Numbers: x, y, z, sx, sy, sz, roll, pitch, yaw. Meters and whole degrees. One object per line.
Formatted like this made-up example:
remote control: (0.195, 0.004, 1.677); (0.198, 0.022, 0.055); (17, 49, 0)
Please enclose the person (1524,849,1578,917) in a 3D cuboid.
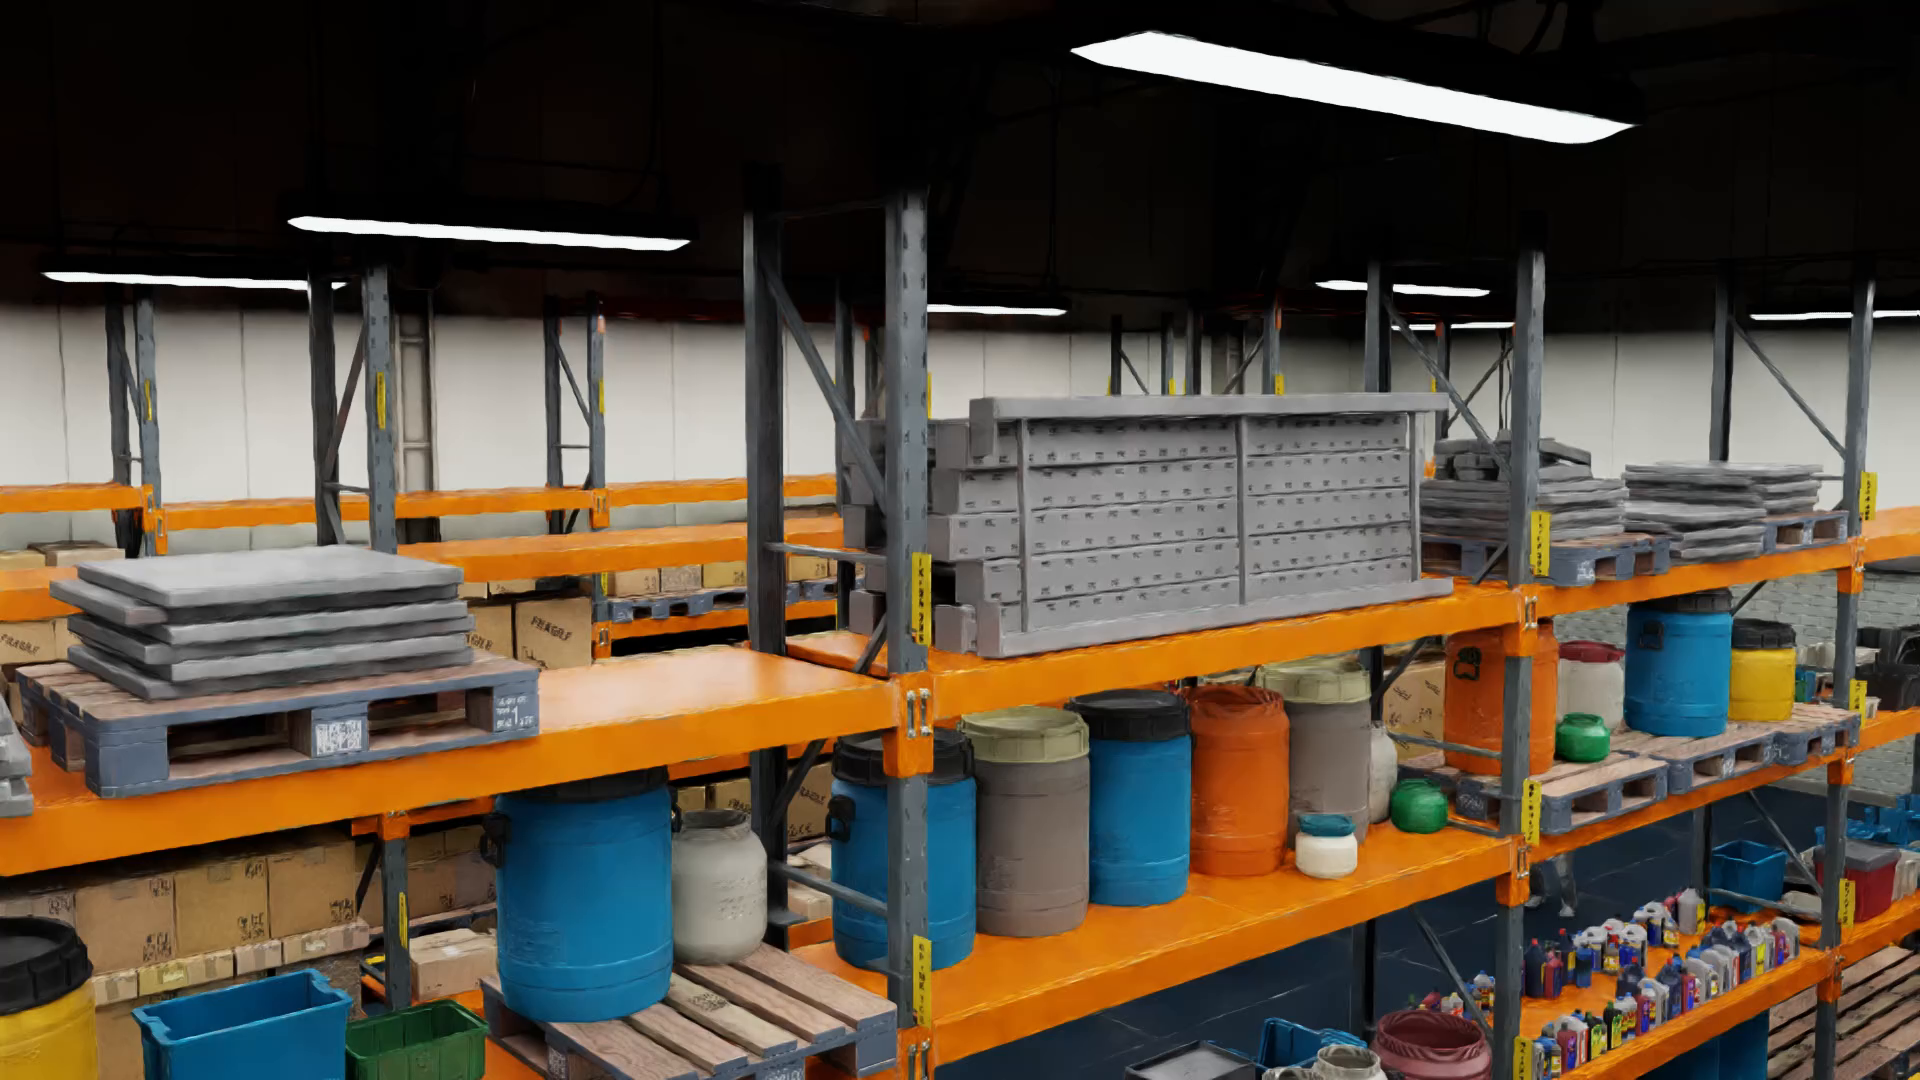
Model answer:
person: (5.703, 2.773, 16.029); (0.574, 1.726, 0.677); (-5, 7, -42)
